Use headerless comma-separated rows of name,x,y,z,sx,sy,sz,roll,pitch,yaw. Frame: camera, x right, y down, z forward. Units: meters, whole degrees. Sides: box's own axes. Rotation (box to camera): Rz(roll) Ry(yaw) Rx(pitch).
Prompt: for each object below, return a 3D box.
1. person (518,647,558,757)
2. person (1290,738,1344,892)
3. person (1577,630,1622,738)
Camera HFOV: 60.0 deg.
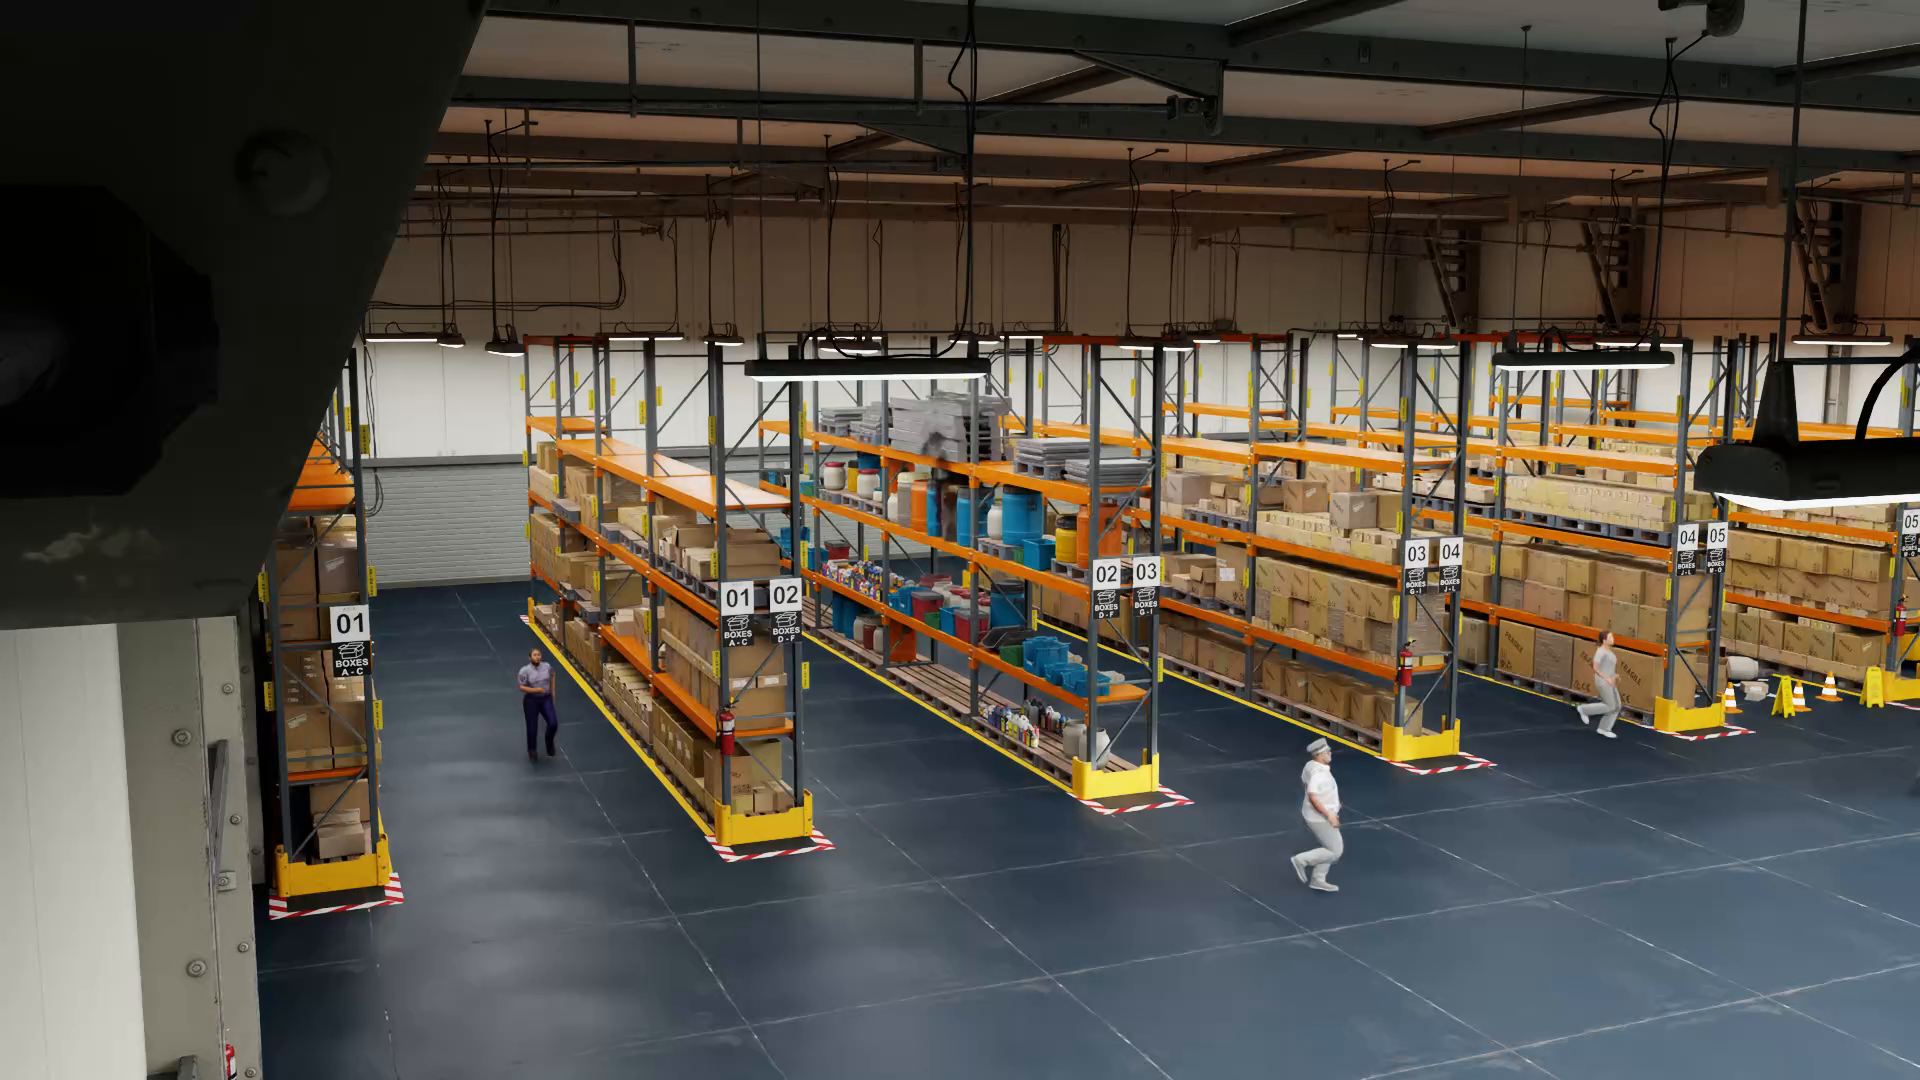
person,-6.040,2.352,23.910,0.601,1.624,0.648,-4,9,-30
person,3.953,3.044,18.418,0.598,1.745,0.672,0,8,2
person,9.777,2.180,25.377,0.611,1.640,0.575,6,9,36
